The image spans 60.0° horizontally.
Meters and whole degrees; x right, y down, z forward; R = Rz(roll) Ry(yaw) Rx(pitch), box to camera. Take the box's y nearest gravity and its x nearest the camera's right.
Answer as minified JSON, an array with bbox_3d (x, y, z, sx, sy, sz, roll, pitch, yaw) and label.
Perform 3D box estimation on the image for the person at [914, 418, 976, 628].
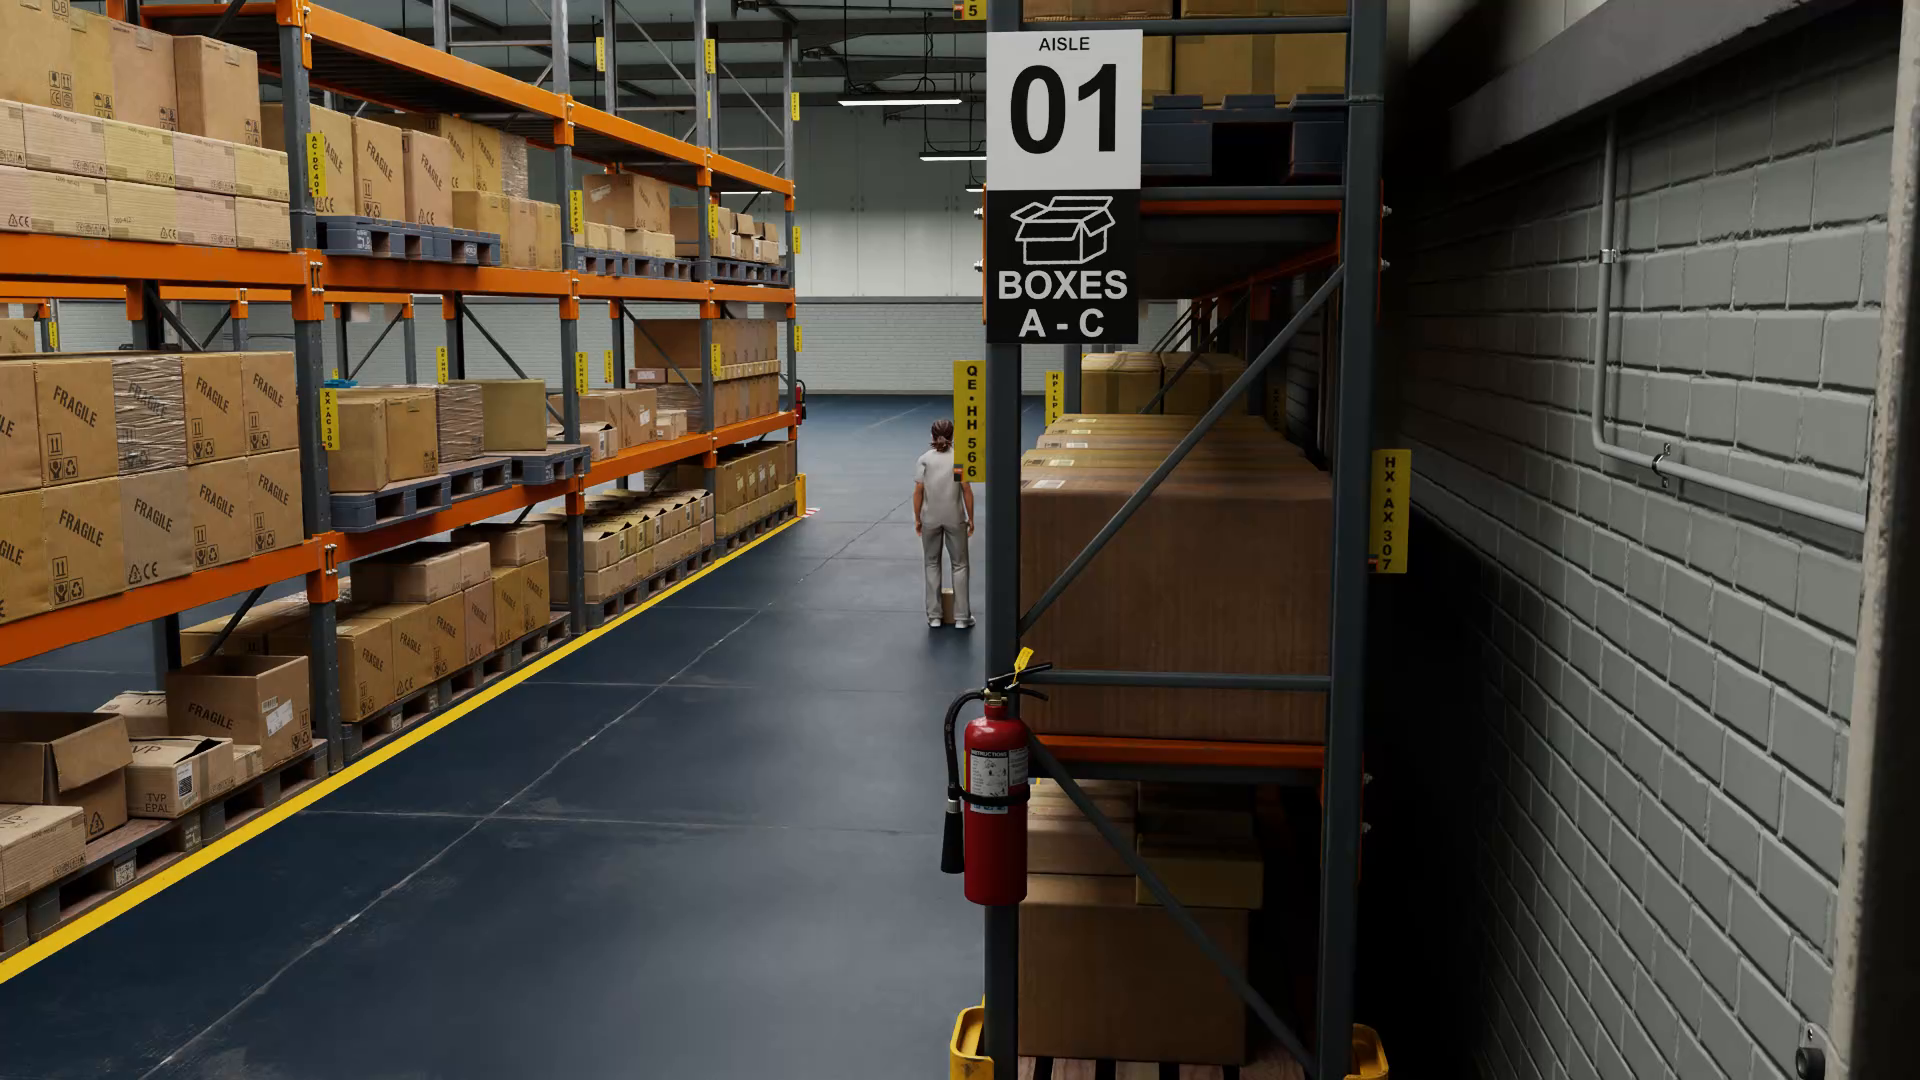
[{"bbox_3d":[-0.124,-0.136,13.315,0.485,1.672,0.412,1,8,5],"label":"person"}]
